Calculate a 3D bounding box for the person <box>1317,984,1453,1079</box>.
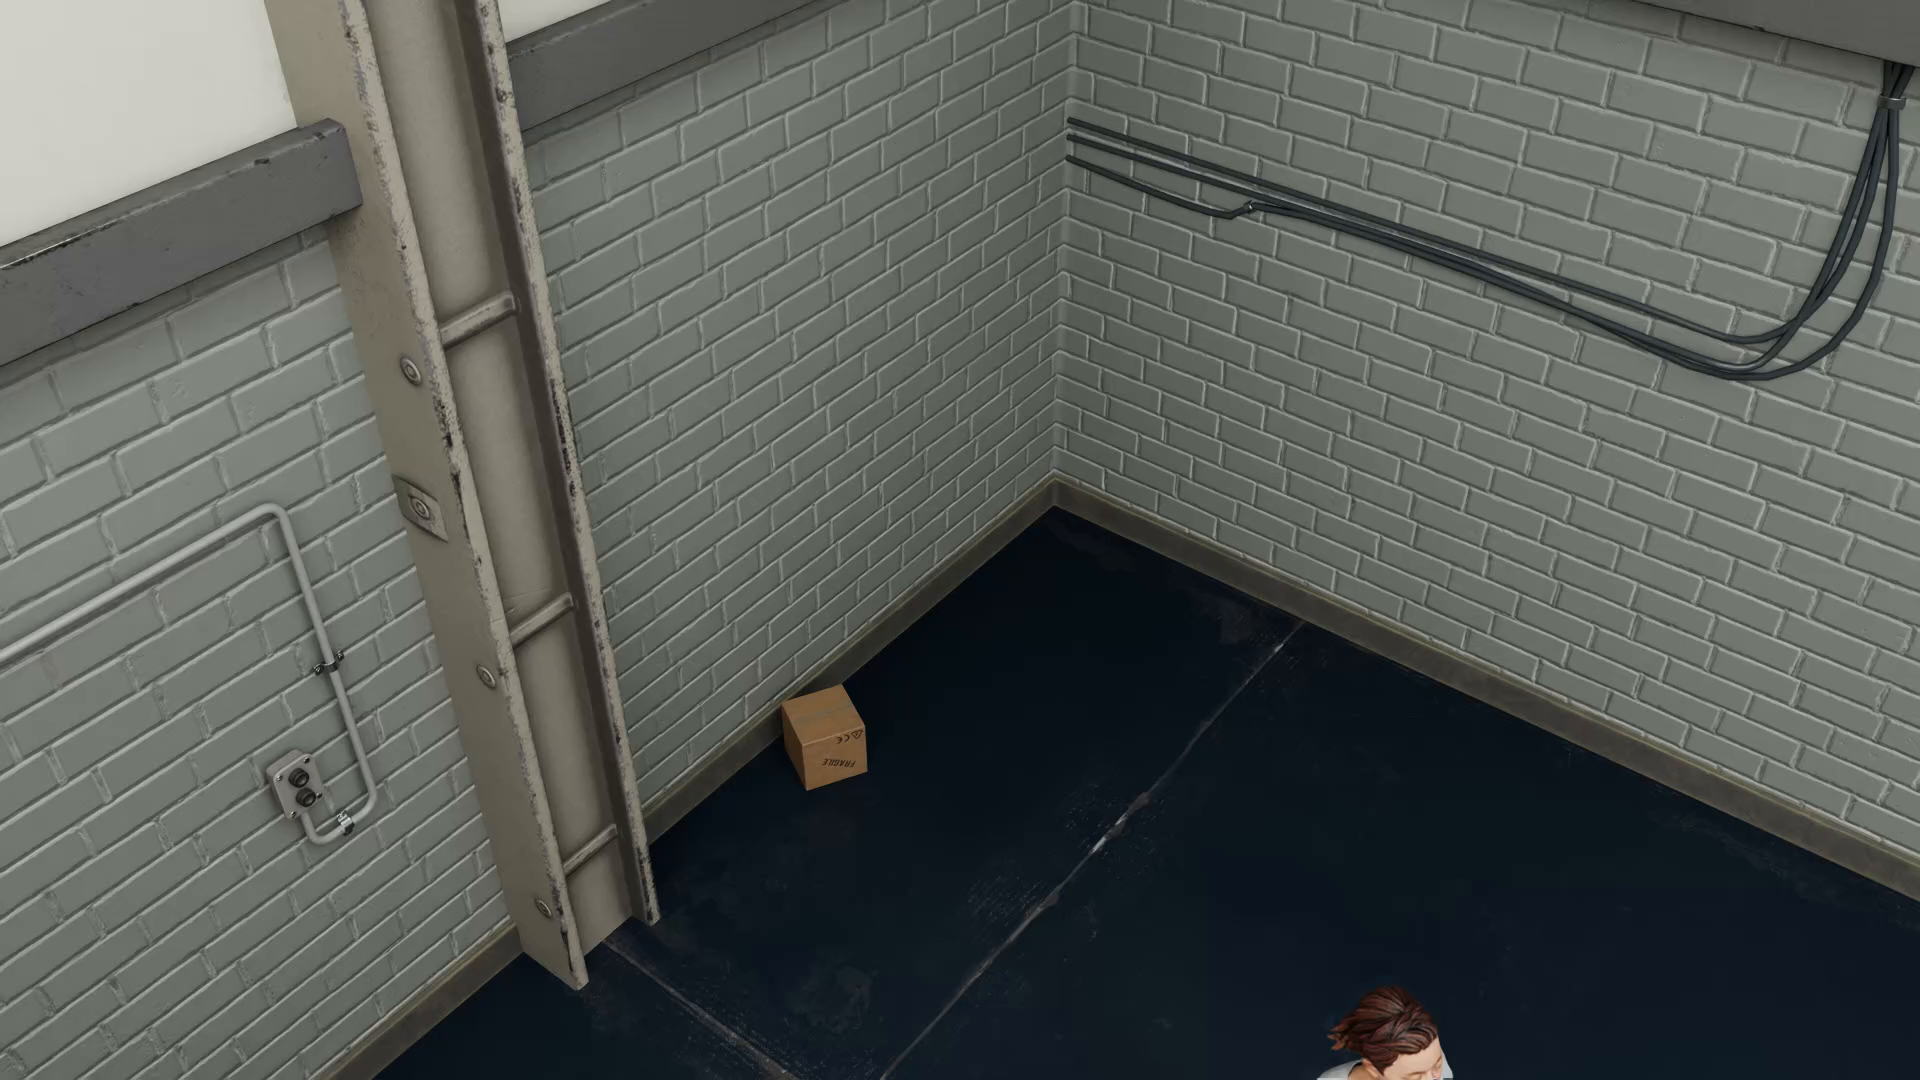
[{"bbox_3d":[1.009,1.728,4.006,0.455,1.625,0.925,-14,41,-16],"label":"person"}]
